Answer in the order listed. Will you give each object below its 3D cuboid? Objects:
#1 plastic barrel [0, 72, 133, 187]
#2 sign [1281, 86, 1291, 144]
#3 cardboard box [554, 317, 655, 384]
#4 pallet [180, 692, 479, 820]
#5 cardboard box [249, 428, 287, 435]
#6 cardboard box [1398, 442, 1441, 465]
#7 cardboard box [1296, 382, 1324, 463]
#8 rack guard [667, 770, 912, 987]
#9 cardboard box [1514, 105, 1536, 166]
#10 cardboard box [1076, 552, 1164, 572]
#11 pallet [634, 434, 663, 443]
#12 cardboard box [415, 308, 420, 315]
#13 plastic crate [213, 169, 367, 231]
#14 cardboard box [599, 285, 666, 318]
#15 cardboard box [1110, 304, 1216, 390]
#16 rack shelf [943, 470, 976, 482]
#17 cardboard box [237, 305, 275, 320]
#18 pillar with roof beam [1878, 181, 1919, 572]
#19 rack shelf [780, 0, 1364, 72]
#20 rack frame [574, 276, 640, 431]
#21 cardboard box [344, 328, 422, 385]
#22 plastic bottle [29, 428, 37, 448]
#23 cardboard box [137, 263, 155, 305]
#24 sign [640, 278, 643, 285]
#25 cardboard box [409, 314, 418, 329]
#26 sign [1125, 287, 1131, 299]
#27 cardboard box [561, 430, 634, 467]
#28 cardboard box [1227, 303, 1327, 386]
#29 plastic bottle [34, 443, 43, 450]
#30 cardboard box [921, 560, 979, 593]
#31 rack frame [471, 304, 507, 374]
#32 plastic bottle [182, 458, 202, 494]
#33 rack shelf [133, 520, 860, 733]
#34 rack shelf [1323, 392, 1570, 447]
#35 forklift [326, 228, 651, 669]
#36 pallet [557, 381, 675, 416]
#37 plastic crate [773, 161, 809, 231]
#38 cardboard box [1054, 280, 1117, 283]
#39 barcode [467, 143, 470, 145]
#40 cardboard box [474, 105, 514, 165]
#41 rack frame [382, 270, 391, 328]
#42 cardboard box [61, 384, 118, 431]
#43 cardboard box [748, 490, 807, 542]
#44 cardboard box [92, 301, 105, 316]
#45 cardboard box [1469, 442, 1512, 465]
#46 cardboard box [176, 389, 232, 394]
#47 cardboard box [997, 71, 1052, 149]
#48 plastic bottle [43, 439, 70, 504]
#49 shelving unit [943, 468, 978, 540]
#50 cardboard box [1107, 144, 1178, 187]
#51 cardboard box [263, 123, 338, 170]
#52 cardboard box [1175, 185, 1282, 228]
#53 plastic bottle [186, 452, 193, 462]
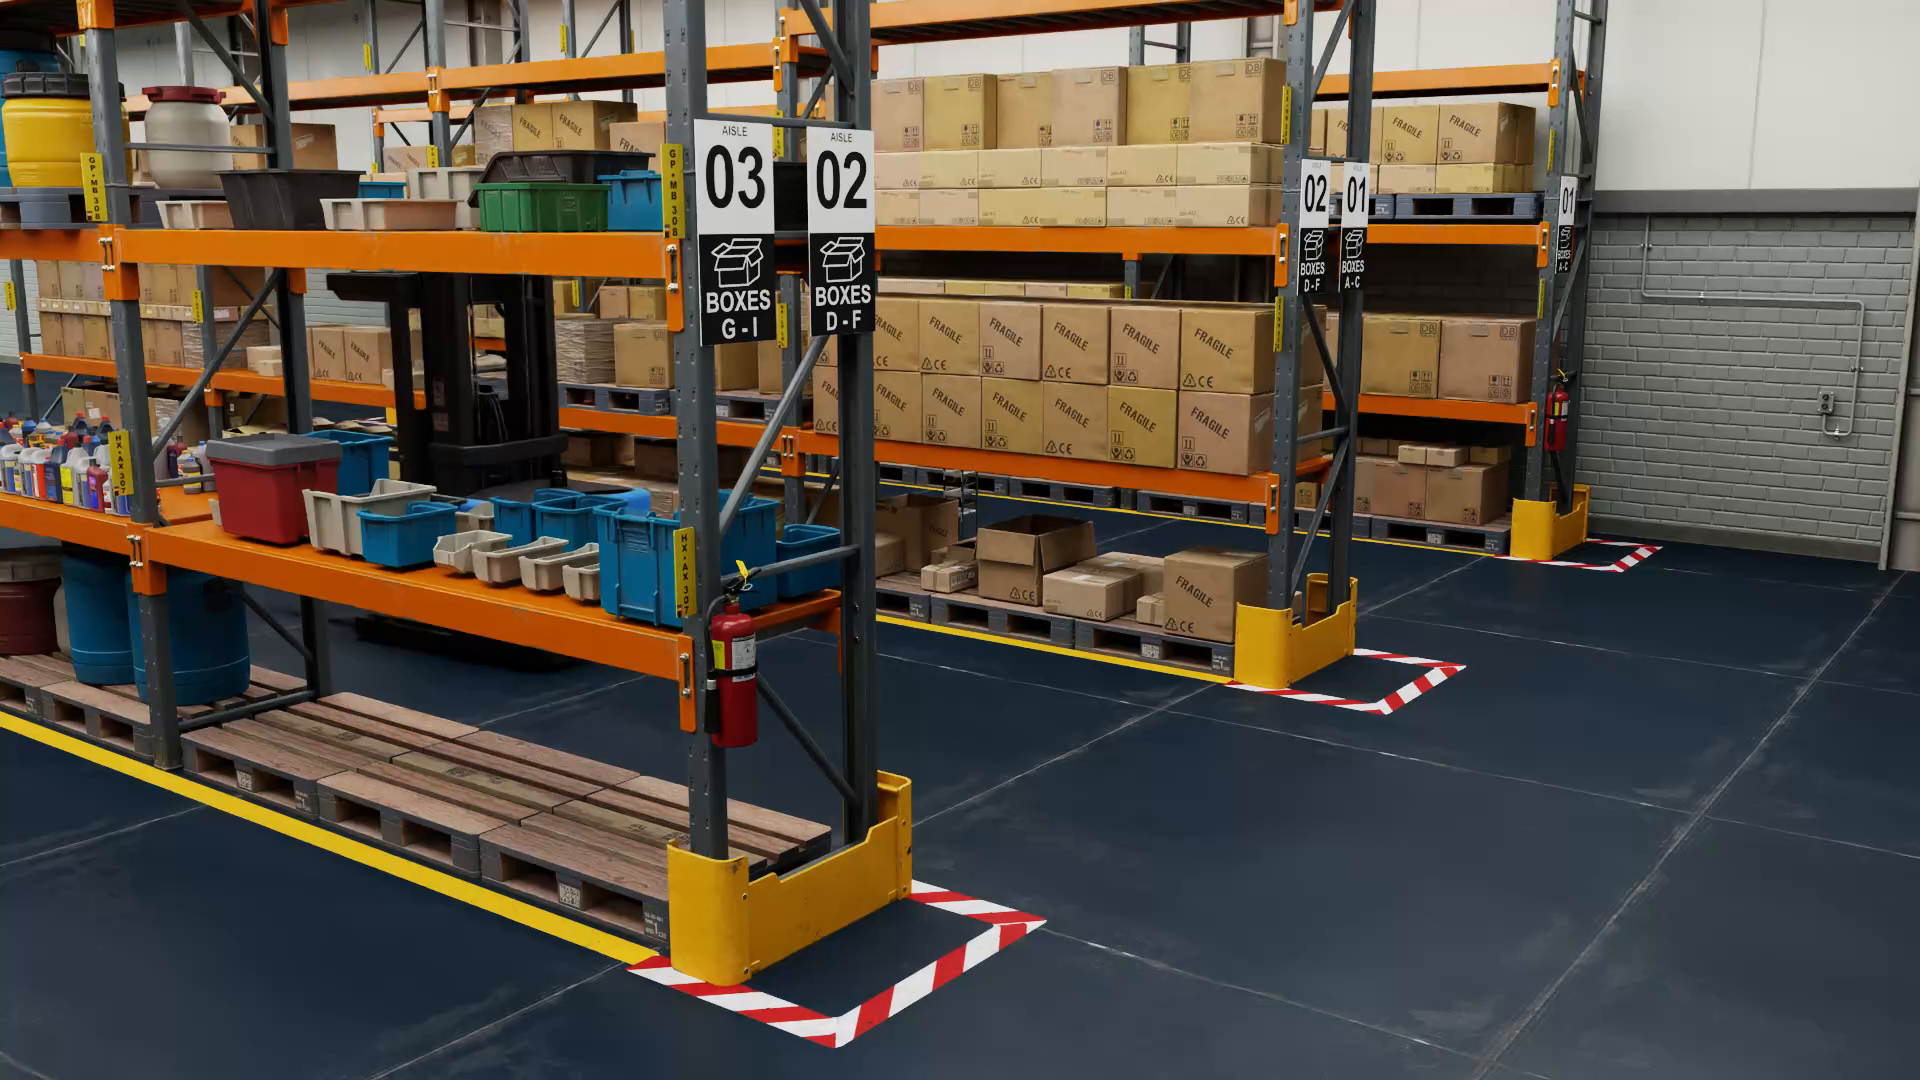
[{"bbox_3d":[-4.773,-2.179,8.899,0.600,0.588,0.600,0,11,0],"label":"plastic barrel"},{"bbox_3d":[1.897,-2.469,9.668,0.005,0.325,0.100,8,13,36],"label":"sign"},{"bbox_3d":[-3.008,-1.614,14.105,0.700,0.500,0.500,-10,15,-42],"label":"cardboard box"},{"bbox_3d":[-3.301,1.109,8.740,1.213,0.211,1.003,8,13,36],"label":"pallet"},{"bbox_3d":[-6.844,-0.984,16.874,0.500,0.311,0.500,8,13,35],"label":"cardboard box"},{"bbox_3d":[4.130,-0.779,14.929,0.250,0.149,0.380,8,14,37],"label":"cardboard box"},{"bbox_3d":[2.040,-0.784,10.922,0.500,0.500,0.500,8,14,37],"label":"cardboard box"},{"bbox_3d":[-0.666,1.341,6.781,0.348,0.500,1.175,8,13,36],"label":"rack guard"},{"bbox_3d":[4.726,-3.545,14.611,0.500,0.500,0.500,7,13,33],"label":"cardboard box"},{"bbox_3d":[1.166,0.272,11.806,0.500,0.250,0.500,8,13,36],"label":"cardboard box"},{"bbox_3d":[-3.873,-1.296,21.174,1.213,0.211,1.003,8,13,36],"label":"pallet"},{"bbox_3d":[-7.126,-3.350,22.816,0.500,0.500,0.500,8,14,36],"label":"cardboard box"},{"bbox_3d":[-3.078,-1.563,7.660,0.590,0.269,0.497,8,13,36],"label":"plastic crate"},{"bbox_3d":[-4.111,-2.955,20.986,0.500,0.500,0.700,8,14,36],"label":"cardboard box"},{"bbox_3d":[1.313,-1.249,10.694,0.500,0.500,0.500,8,14,37],"label":"cardboard box"},{"bbox_3d":[0.007,-0.585,14.912,0.200,0.077,0.258,8,13,36],"label":"rack shelf"},{"bbox_3d":[-7.532,-2.421,17.677,0.250,0.149,0.380,8,13,35],"label":"cardboard box"},{"bbox_3d":[5.311,-3.519,9.526,0.400,9.000,9.100,8,13,36],"label":"pillar with roof beam"},{"bbox_3d":[0.630,-3.460,11.126,4.000,0.370,1.077,8,13,36],"label":"rack shelf"},{"bbox_3d":[-4.501,-2.753,21.360,0.127,3.000,1.000,8,13,36],"label":"rack frame"},{"bbox_3d":[-5.568,-1.779,16.066,0.500,0.500,0.500,7,13,33],"label":"cardboard box"},{"bbox_3d":[-6.059,-0.634,10.932,0.097,0.201,0.097,0,11,0],"label":"plastic bottle"},{"bbox_3d":[-8.603,-2.842,18.143,0.500,0.500,0.700,8,13,36],"label":"cardboard box"},{"bbox_3d":[-4.175,-3.406,21.692,0.005,0.325,0.100,8,13,36],"label":"sign"},{"bbox_3d":[-7.520,-3.035,23.162,0.500,0.250,0.500,7,13,34],"label":"cardboard box"},{"bbox_3d":[1.634,-2.299,16.174,0.005,0.325,0.100,8,13,36],"label":"sign"},{"bbox_3d":[-3.265,-0.826,14.851,0.500,0.250,0.500,9,14,38],"label":"cardboard box"},{"bbox_3d":[2.040,-1.275,10.827,0.500,0.500,0.500,8,14,37],"label":"cardboard box"},{"bbox_3d":[-5.364,-0.428,9.685,0.097,0.271,0.097,0,11,0],"label":"plastic bottle"},{"bbox_3d":[-0.069,0.257,12.107,0.250,0.166,0.380,8,13,36],"label":"cardboard box"},{"bbox_3d":[-4.206,-1.544,15.114,0.127,3.000,1.000,8,13,36],"label":"rack frame"},{"bbox_3d":[-4.418,-0.369,9.564,0.097,0.201,0.097,0,11,0],"label":"plastic bottle"},{"bbox_3d":[-2.305,0.242,7.778,4.000,0.370,1.077,8,13,36],"label":"rack shelf"},{"bbox_3d":[3.559,-1.275,15.617,4.000,0.370,1.077,8,13,36],"label":"rack shelf"},{"bbox_3d":[-3.570,-0.807,11.485,3.031,2.935,1.130,7,13,33],"label":"forklift"},{"bbox_3d":[-2.636,-1.232,14.005,1.213,0.211,1.003,8,13,36],"label":"pallet"},{"bbox_3d":[-0.838,-1.381,6.719,0.590,0.269,0.497,8,13,36],"label":"plastic crate"},{"bbox_3d":[1.305,-2.576,17.373,0.500,0.250,0.500,8,14,36],"label":"cardboard box"},{"bbox_3d":[-6.857,-5.506,23.222,0.075,0.075,0.001,8,13,36],"label":"barcode"},{"bbox_3d":[-3.858,-3.507,14.466,0.500,0.500,0.500,8,13,36],"label":"cardboard box"},{"bbox_3d":[-7.725,-3.202,23.685,0.127,3.000,1.000,8,13,36],"label":"rack frame"},{"bbox_3d":[-9.949,-1.518,19.136,0.500,0.500,0.500,8,13,36],"label":"cardboard box"},{"bbox_3d":[-1.549,-0.095,13.045,0.500,0.500,0.500,8,13,35],"label":"cardboard box"},{"bbox_3d":[-9.426,-2.589,18.546,0.250,0.149,0.380,8,13,35],"label":"cardboard box"},{"bbox_3d":[4.767,-0.781,14.936,0.250,0.149,0.380,8,14,36],"label":"cardboard box"},{"bbox_3d":[-8.425,-1.431,18.687,0.500,0.500,0.500,8,13,36],"label":"cardboard box"},{"bbox_3d":[0.651,-2.892,11.289,0.500,0.500,0.700,8,13,36],"label":"cardboard box"},{"bbox_3d":[-5.001,-0.386,9.259,0.185,0.351,0.144,8,13,36],"label":"plastic bottle"},{"bbox_3d":[0.007,-0.441,14.940,0.210,0.900,0.258,8,13,36],"label":"shelving unit"},{"bbox_3d":[1.274,-2.364,10.534,0.500,0.250,0.500,8,13,36],"label":"cardboard box"},{"bbox_3d":[-6.484,-3.831,16.354,0.500,0.500,0.500,10,15,41],"label":"cardboard box"},{"bbox_3d":[1.672,-2.061,10.284,0.500,0.250,0.500,8,13,36],"label":"cardboard box"},{"bbox_3d":[-4.515,-0.419,9.819,0.097,0.201,0.097,0,11,0],"label":"plastic bottle"}]
